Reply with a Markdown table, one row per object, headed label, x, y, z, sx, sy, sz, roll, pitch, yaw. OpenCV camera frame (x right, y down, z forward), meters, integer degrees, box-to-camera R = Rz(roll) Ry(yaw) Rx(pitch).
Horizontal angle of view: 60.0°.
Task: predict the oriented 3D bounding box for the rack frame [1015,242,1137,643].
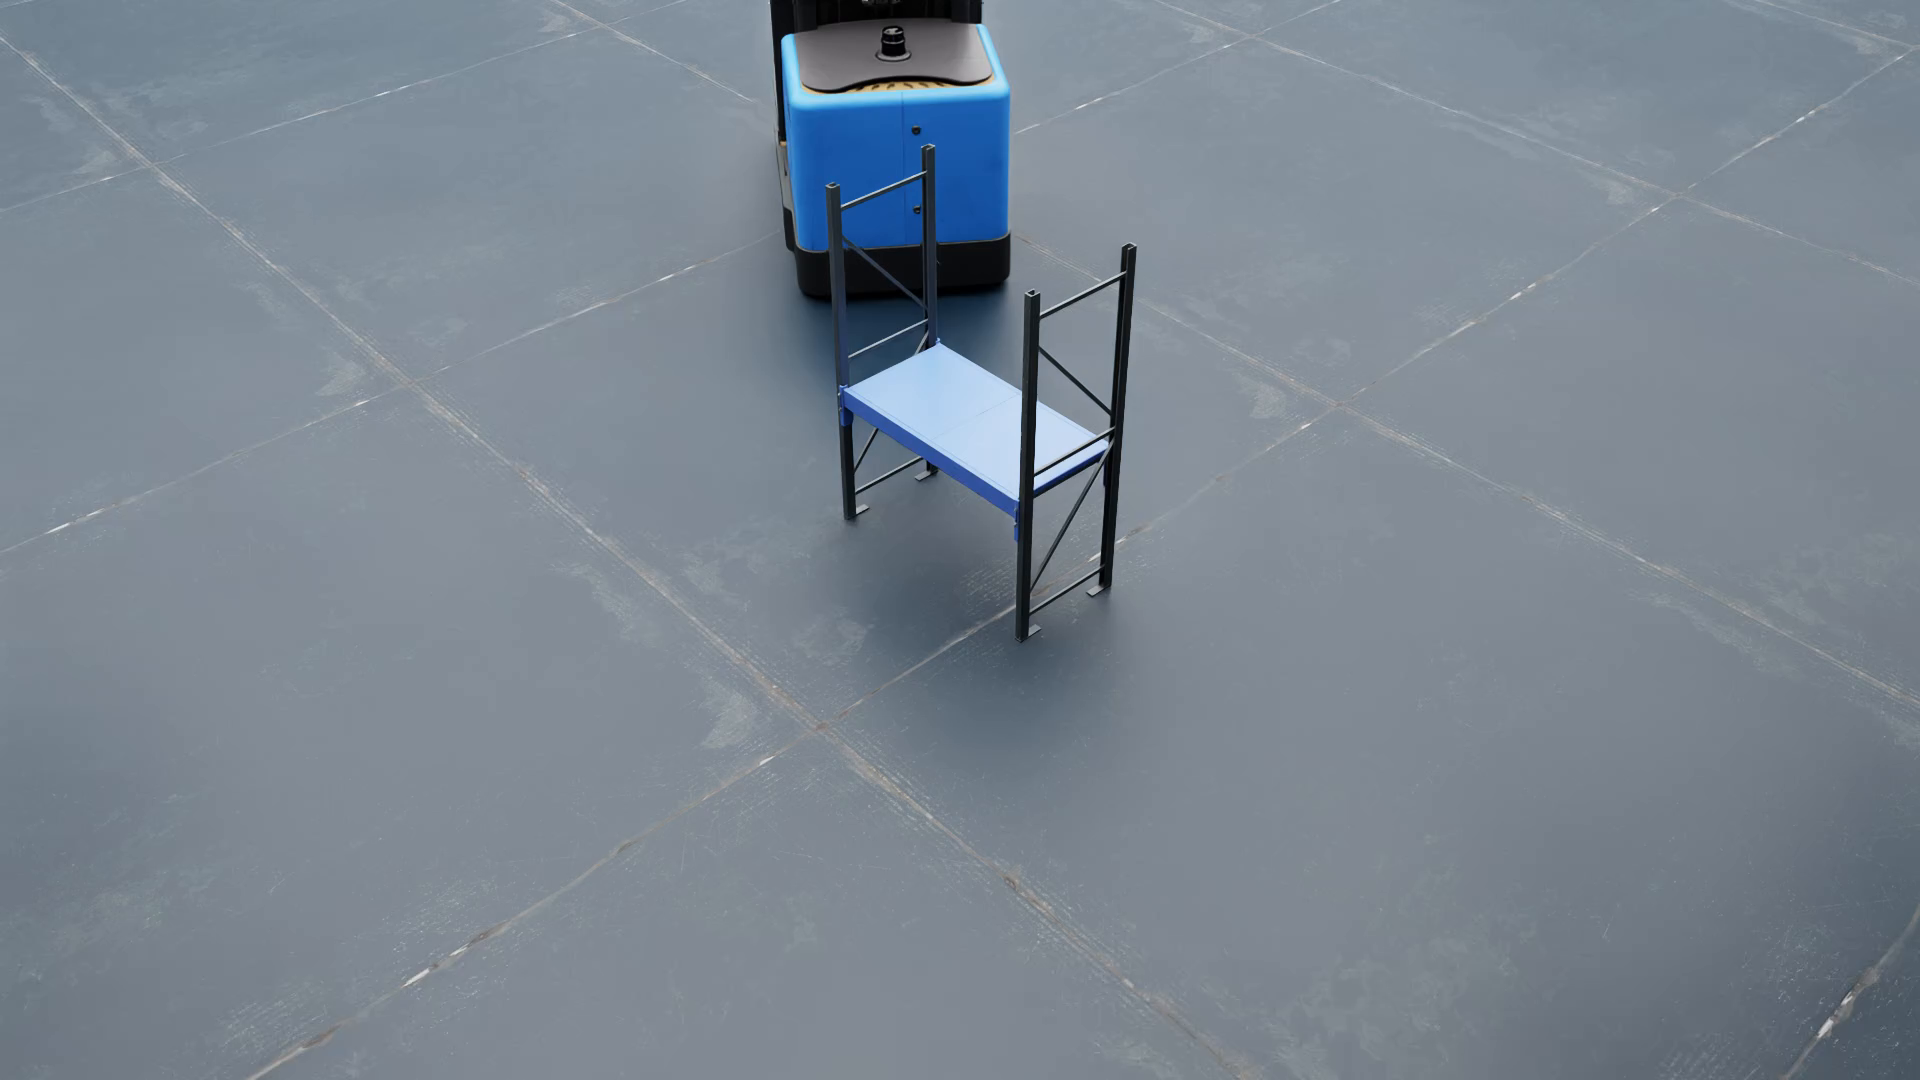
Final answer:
| label | x | y | z | sx | sy | sz | roll | pitch | yaw |
| --- | --- | --- | --- | --- | --- | --- | --- | --- | --- |
| rack frame | 0.402 | -0.309 | 5.939 | 0.500 | 1.500 | 0.032 | -30 | 48 | -32 |

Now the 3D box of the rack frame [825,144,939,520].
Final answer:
| label | x | y | z | sx | sy | sz | roll | pitch | yaw |
| --- | --- | --- | --- | --- | --- | --- | --- | --- | --- |
| rack frame | -0.286 | -0.779 | 6.521 | 0.500 | 1.500 | 0.032 | -30 | 48 | -32 |

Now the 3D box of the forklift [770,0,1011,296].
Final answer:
| label | x | y | z | sx | sy | sz | roll | pitch | yaw |
| --- | --- | --- | --- | --- | --- | --- | --- | --- | --- |
| forklift | -0.464 | -3.255 | 8.447 | 1.130 | 2.935 | 3.031 | -5 | 39 | -6 |

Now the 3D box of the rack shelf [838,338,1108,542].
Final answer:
| label | x | y | z | sx | sy | sz | roll | pitch | yaw |
| --- | --- | --- | --- | --- | --- | --- | --- | --- | --- |
| rack shelf | 0.058 | -0.404 | 6.343 | 0.538 | 0.185 | 1.000 | -30 | 48 | -32 |

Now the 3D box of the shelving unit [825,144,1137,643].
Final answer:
| label | x | y | z | sx | sy | sz | roll | pitch | yaw |
| --- | --- | --- | --- | --- | --- | --- | --- | --- | --- |
| shelving unit | 0.058 | -0.544 | 6.230 | 0.538 | 1.500 | 1.048 | -30 | 48 | -32 |
